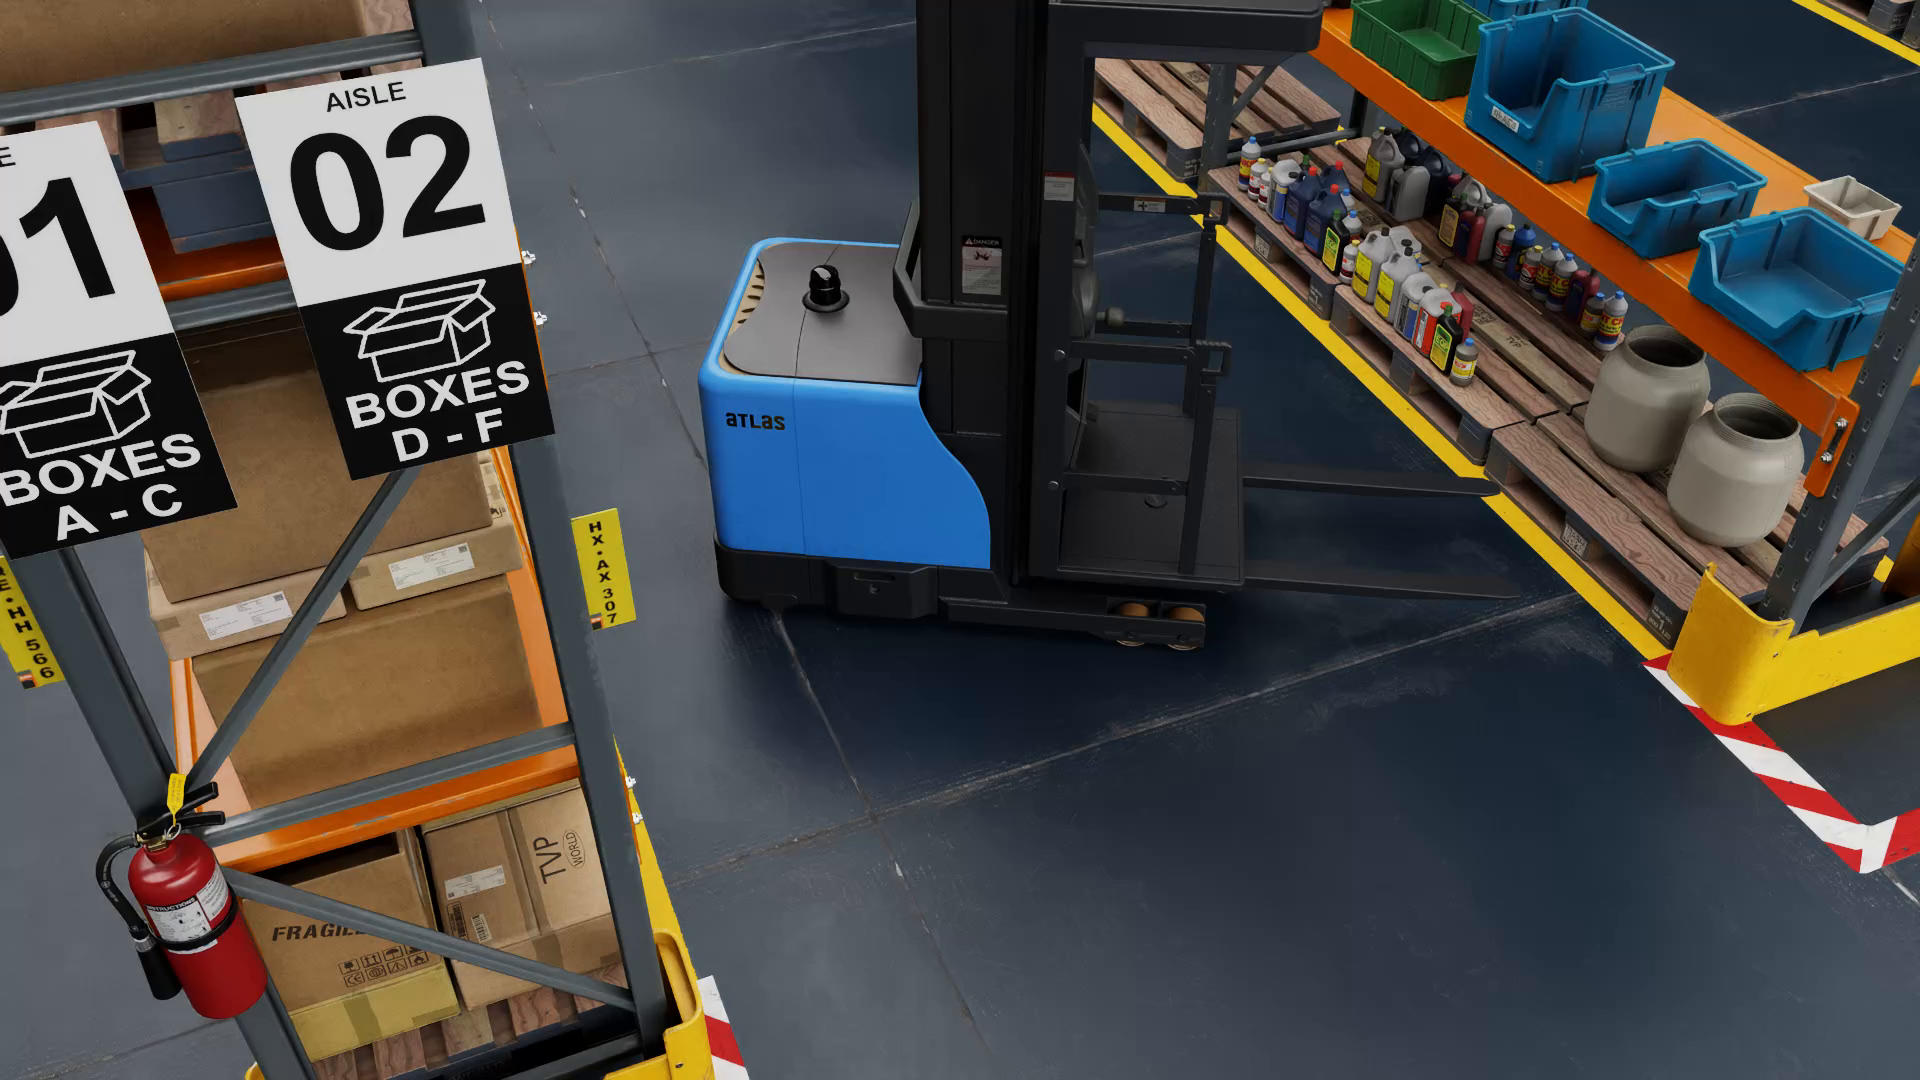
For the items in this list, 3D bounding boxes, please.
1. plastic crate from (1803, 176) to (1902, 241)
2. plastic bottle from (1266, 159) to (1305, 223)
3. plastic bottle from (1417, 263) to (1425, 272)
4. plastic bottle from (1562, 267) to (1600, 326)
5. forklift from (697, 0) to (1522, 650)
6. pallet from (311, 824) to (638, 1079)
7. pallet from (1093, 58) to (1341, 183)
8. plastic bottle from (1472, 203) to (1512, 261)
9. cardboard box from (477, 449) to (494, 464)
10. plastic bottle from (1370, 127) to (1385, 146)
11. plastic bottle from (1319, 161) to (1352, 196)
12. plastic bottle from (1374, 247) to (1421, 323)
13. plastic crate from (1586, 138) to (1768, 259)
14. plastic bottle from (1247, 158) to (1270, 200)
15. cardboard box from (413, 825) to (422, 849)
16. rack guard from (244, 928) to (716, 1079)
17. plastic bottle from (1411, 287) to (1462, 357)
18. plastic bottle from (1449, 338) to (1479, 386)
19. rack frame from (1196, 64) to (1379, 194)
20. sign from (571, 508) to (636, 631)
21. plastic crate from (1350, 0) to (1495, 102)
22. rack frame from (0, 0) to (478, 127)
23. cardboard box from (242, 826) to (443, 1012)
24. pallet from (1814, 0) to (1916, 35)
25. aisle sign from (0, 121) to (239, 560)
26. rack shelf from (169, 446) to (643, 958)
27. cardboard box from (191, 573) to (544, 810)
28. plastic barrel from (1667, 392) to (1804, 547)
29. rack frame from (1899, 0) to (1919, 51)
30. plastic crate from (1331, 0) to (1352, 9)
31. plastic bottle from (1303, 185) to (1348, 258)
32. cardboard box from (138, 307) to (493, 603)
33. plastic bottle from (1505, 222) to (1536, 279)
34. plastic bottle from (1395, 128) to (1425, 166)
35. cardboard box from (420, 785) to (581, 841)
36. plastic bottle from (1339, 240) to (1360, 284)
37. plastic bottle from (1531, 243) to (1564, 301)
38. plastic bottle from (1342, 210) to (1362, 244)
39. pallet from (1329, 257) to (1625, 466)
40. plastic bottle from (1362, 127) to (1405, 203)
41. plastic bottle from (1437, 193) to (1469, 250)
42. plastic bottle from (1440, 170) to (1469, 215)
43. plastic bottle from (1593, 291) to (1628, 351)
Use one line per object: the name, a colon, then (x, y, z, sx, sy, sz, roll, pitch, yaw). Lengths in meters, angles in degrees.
plastic crate: (3.238, -1.192, 6.037, 0.298, 0.136, 0.250, -15, 43, -17)
plastic bottle: (1.619, -1.727, 8.209, 0.152, 0.276, 0.135, -14, 43, -15)
plastic bottle: (2.079, -1.173, 7.622, 0.097, 0.201, 0.097, 0, 41, 0)
plastic bottle: (2.808, -1.120, 7.498, 0.061, 0.283, 0.133, -14, 43, -16)
forklift: (0.619, -1.064, 5.740, 3.031, 2.935, 1.130, 4, 41, 5)
pallet: (-1.626, 1.168, 5.230, 1.003, 0.211, 1.213, -15, 43, -17)
pallet: (1.416, -2.488, 9.481, 1.003, 0.211, 1.213, -15, 43, -17)
plastic bottle: (2.521, -1.491, 7.935, 0.152, 0.276, 0.135, -14, 43, -16)
cardboard box: (-1.349, -0.171, 4.074, 0.380, 0.149, 0.250, -16, 43, -18)
plastic bottle: (2.179, -2.047, 8.639, 0.097, 0.201, 0.097, 0, 41, 0)
plastic bottle: (1.811, -1.691, 8.110, 0.144, 0.351, 0.185, -15, 43, -17)
plastic bottle: (1.984, -1.173, 7.507, 0.144, 0.351, 0.185, -13, 42, -15)
plastic crate: (2.572, -1.235, 6.000, 0.499, 0.251, 0.408, -15, 43, -17)
plastic bottle: (1.509, -1.825, 8.381, 0.097, 0.201, 0.097, 0, 41, 0)
cardboard box: (-1.975, 0.897, 5.193, 0.500, 0.250, 0.500, -15, 43, -17)
rack guard: (-1.285, 1.523, 4.595, 1.175, 0.500, 0.348, -15, 43, -17)
plastic bottle: (2.104, -0.962, 7.320, 0.152, 0.276, 0.135, -15, 43, -17)
plastic bottle: (2.176, -0.775, 7.160, 0.097, 0.201, 0.097, 0, 41, 0)
rack frame: (1.753, -3.082, 8.033, 1.000, 3.000, 0.127, -15, 43, -17)
sign: (-0.780, 0.068, 3.646, 0.100, 0.325, 0.005, -15, 43, -17)
plastic crate: (2.011, -2.113, 7.070, 0.450, 0.188, 0.662, -15, 43, -17)
rack frame: (-1.295, -1.714, 1.841, 1.000, 3.000, 0.127, -15, 43, -17)
cardboard box: (-1.775, 0.911, 4.601, 0.500, 0.500, 0.500, -15, 43, -17)
pallet: (6.030, -3.729, 10.924, 1.003, 0.211, 1.213, -15, 43, -17)
aisle sign: (-1.541, -0.312, 2.818, 0.394, 0.787, 0.004, -15, 43, -17)
rack shelf: (-2.060, -0.371, 5.432, 1.077, 0.370, 4.000, -15, 43, -17)
cardboard box: (-1.461, 0.239, 4.095, 0.700, 0.500, 0.500, -15, 43, -17)
plastic barrel: (2.961, -0.266, 6.344, 0.421, 0.512, 0.421, 0, 41, 0)
rack frame: (6.329, -4.318, 9.470, 1.000, 3.000, 0.127, -15, 43, -17)
plastic crate: (1.836, -2.711, 7.650, 0.767, 0.338, 0.504, -15, 43, -17)
plastic bottle: (1.750, -1.541, 7.936, 0.144, 0.351, 0.185, -17, 43, -19)
cardboard box: (-1.482, -0.285, 3.709, 0.700, 0.500, 0.500, -15, 43, -17)
plastic bottle: (2.630, -1.363, 7.790, 0.097, 0.271, 0.097, 0, 41, 0)
plastic bottle: (2.265, -1.928, 8.386, 0.144, 0.351, 0.185, -16, 43, -18)
cardboard box: (-1.489, 0.766, 5.346, 0.500, 0.250, 0.500, -15, 43, -17)
plastic bottle: (1.837, -1.308, 7.779, 0.097, 0.201, 0.097, 0, 41, 0)
plastic bottle: (2.708, -1.241, 7.648, 0.097, 0.271, 0.097, 0, 41, 0)
plastic bottle: (1.841, -1.432, 7.869, 0.097, 0.271, 0.097, 0, 41, 0)
pallet: (2.442, -0.874, 7.604, 1.003, 0.211, 1.213, -15, 43, -17)
plastic bottle: (2.132, -1.892, 8.344, 0.144, 0.351, 0.185, -15, 43, -17)
plastic bottle: (2.378, -1.552, 8.000, 0.061, 0.283, 0.133, -15, 43, -17)
plastic bottle: (2.440, -1.699, 8.172, 0.061, 0.283, 0.133, -12, 42, -14)
plastic bottle: (2.877, -0.975, 7.338, 0.097, 0.271, 0.097, 0, 41, 0)
